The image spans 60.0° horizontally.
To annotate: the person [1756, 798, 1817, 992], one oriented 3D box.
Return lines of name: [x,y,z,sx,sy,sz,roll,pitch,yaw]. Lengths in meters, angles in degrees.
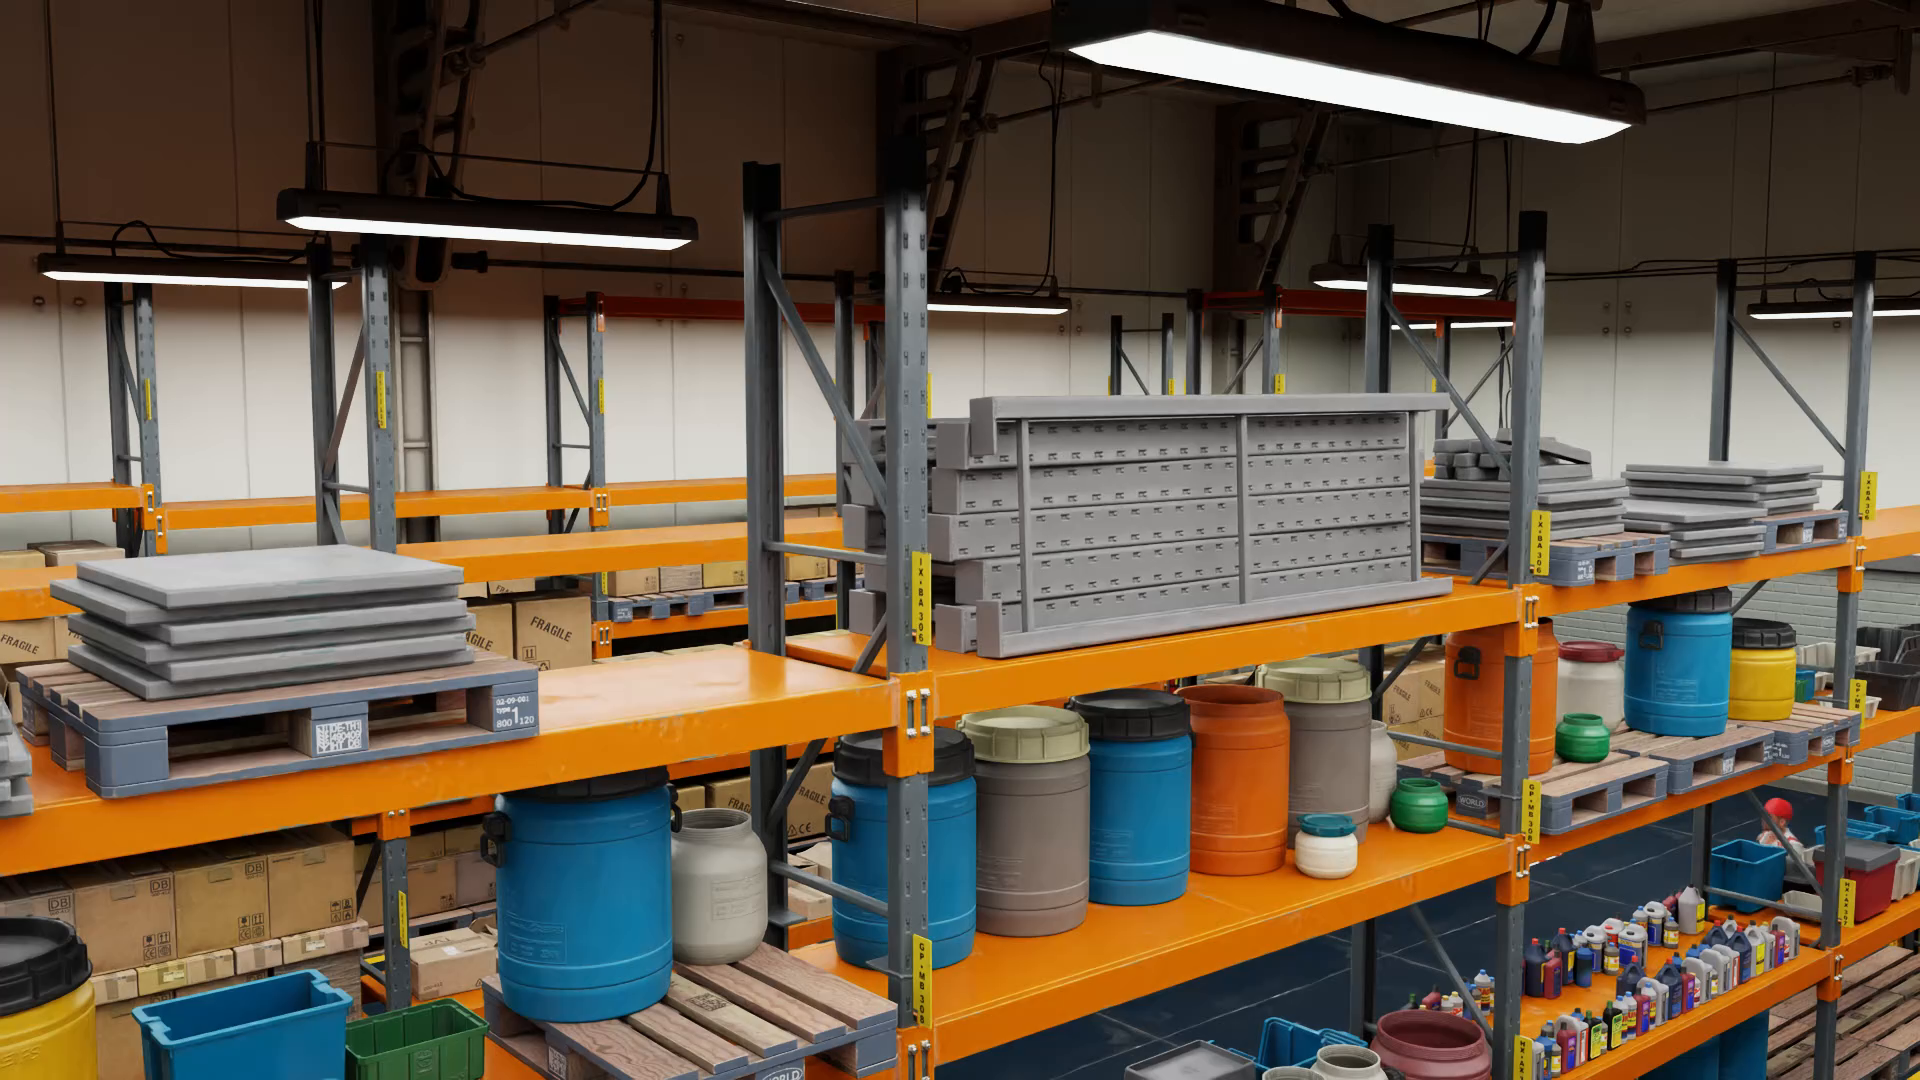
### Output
person: [6.694,2.972,13.699,1.122,1.734,0.610,-1,6,-10]
